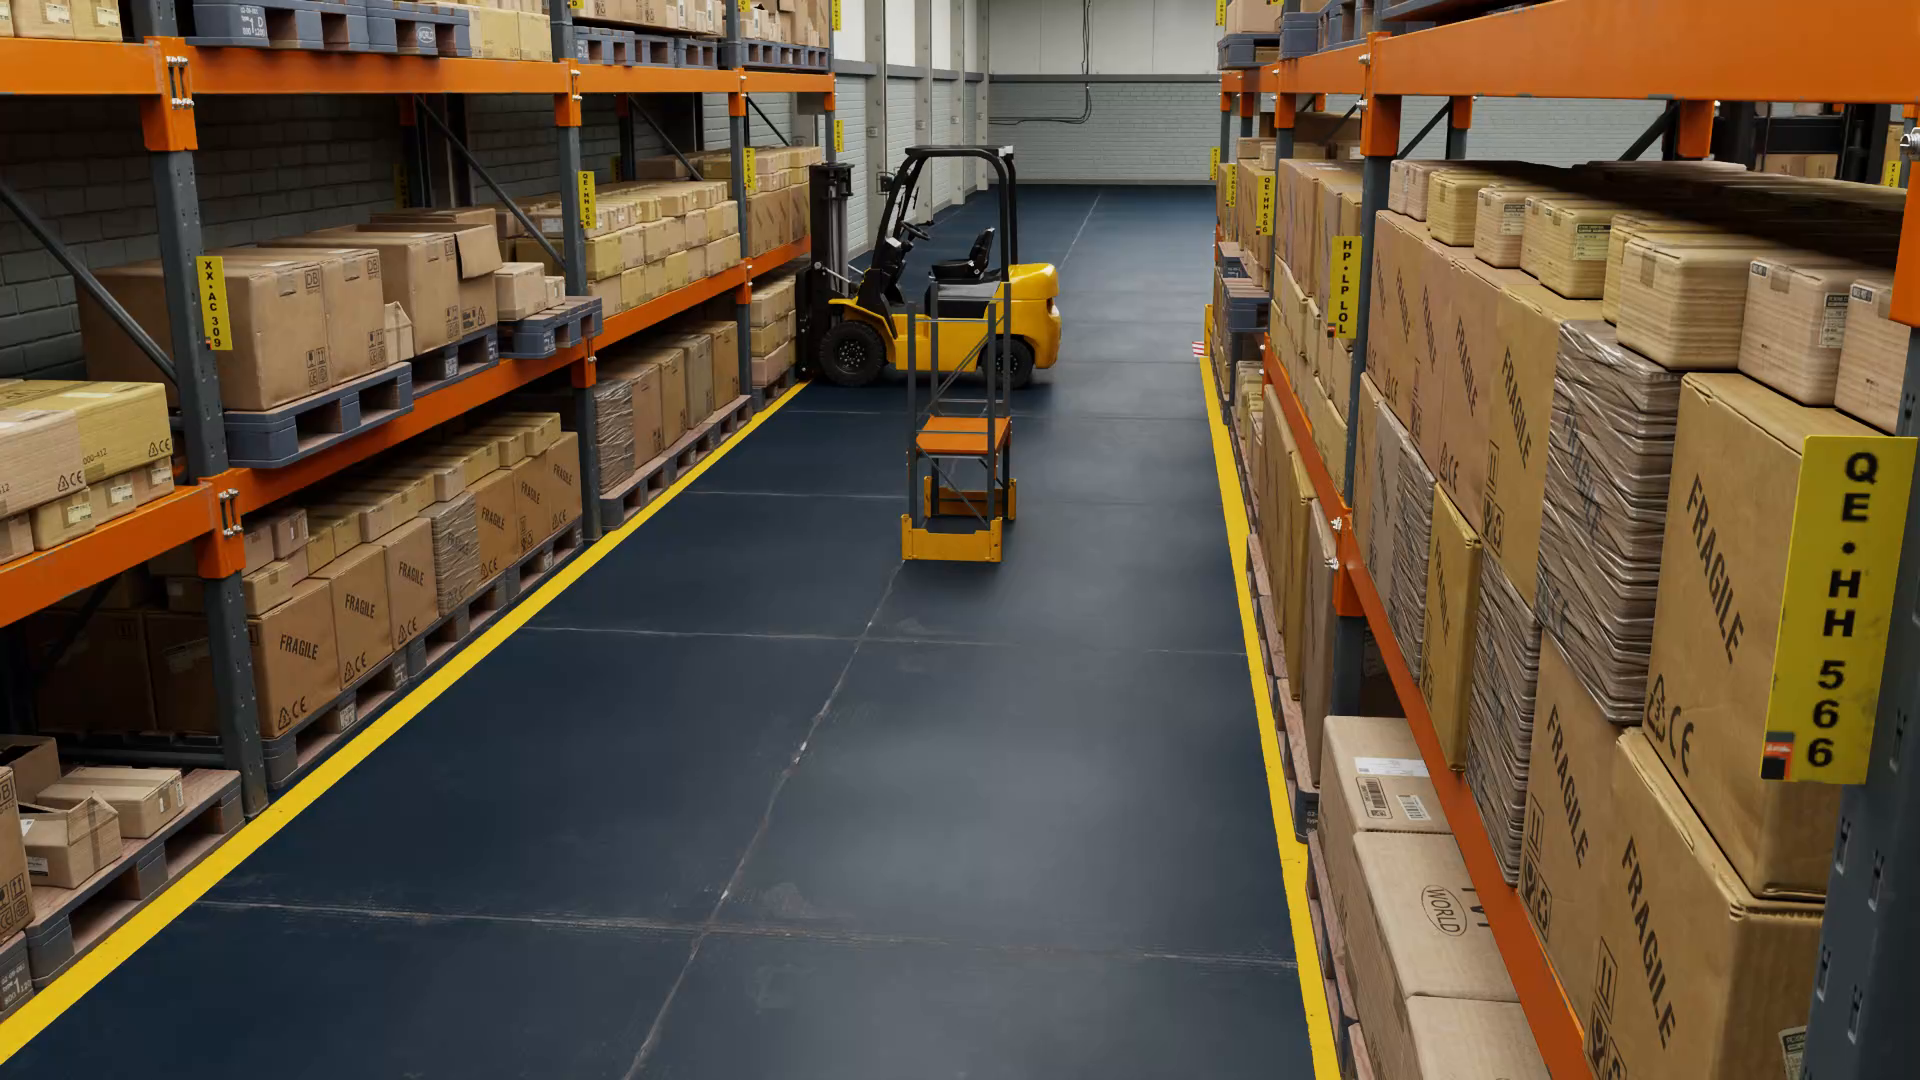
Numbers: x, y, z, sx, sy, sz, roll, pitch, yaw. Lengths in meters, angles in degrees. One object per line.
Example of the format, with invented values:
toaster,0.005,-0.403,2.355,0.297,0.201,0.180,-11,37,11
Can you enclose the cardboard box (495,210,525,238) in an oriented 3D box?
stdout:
cardboard box,-2.864,-1.912,10.053,0.380,0.149,0.250,2,15,8

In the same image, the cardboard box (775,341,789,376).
cardboard box,-1.823,-1.621,14.874,0.500,0.250,0.500,1,15,5

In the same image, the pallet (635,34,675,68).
pallet,-2.589,-3.286,11.183,1.003,0.211,1.213,2,15,9

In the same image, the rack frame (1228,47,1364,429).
rack frame,2.684,-2.353,13.116,1.000,3.000,0.127,2,15,6

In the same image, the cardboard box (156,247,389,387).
cardboard box,-2.816,-0.927,6.849,0.700,0.500,0.500,2,15,7

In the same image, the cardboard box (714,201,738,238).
cardboard box,-2.050,-2.532,13.109,0.500,0.250,0.500,1,15,5

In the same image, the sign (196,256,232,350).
sign,-2.611,-0.827,5.815,0.100,0.325,0.005,2,15,6

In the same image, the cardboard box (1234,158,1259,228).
cardboard box,2.346,-2.634,12.591,0.500,0.500,0.500,2,15,8

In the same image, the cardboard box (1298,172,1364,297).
cardboard box,1.753,-1.332,7.235,0.500,0.500,0.500,2,15,7

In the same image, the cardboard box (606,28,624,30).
cardboard box,-2.536,-3.601,11.438,0.380,0.166,0.250,2,15,6

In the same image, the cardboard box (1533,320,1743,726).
cardboard box,1.177,-0.040,2.456,0.500,0.500,0.500,2,15,6

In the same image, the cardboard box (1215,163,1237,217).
cardboard box,2.806,-3.467,16.477,0.500,0.500,0.500,1,15,5

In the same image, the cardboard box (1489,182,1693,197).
cardboard box,1.393,-0.715,3.710,0.380,0.149,0.250,2,15,6

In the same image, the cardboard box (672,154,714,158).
cardboard box,-2.412,-3.361,14.841,0.380,0.149,0.250,1,15,5

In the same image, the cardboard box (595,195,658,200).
cardboard box,-2.303,-2.301,11.492,0.380,0.149,0.250,2,15,6

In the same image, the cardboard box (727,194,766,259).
cardboard box,-1.939,-2.654,14.038,0.500,0.500,0.500,1,15,5

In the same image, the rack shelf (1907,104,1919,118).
rack shelf,7.388,-2.815,10.458,1.077,0.370,4.000,2,15,6

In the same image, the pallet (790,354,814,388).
pallet,-1.982,-1.674,15.949,1.003,0.211,1.213,2,15,6

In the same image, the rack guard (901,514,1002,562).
rack guard,-0.048,-0.011,9.725,0.587,0.250,0.087,2,15,6

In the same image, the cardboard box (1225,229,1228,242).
cardboard box,2.580,-2.721,14.958,0.380,0.149,0.250,2,15,7

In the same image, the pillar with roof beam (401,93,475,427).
pillar with roof beam,0.829,-4.594,9.913,9.100,9.000,0.400,2,15,6

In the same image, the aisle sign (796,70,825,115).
aisle sign,-1.498,-4.799,17.182,0.394,0.787,0.004,2,15,6

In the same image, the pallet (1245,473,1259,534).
pallet,2.322,-0.172,10.393,1.003,0.211,1.213,2,15,6

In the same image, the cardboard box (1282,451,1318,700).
cardboard box,1.866,0.147,7.136,0.875,0.875,0.875,2,15,8

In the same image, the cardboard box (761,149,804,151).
cardboard box,-1.730,-3.745,16.262,0.380,0.149,0.250,2,15,7

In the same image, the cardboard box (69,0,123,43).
cardboard box,-2.899,-1.648,5.244,0.380,0.149,0.250,2,15,6

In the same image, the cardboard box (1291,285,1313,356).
cardboard box,1.731,-0.966,7.317,0.500,0.250,0.500,2,15,7

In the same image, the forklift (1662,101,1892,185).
forklift,5.019,-1.623,10.550,1.130,2.935,3.031,2,15,7

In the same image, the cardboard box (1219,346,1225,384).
cardboard box,2.533,-1.528,14.529,0.500,0.250,0.500,1,15,5

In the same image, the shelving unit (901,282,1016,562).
shelving unit,0.009,-0.744,10.039,0.587,1.500,1.083,2,15,6

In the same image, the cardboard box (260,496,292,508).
cardboard box,-3.266,-0.105,7.545,0.380,0.149,0.250,2,15,8

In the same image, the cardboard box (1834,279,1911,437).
cardboard box,1.171,-0.183,1.744,0.380,0.149,0.250,2,15,7

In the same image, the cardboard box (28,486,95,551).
cardboard box,-2.950,-0.075,5.175,0.380,0.149,0.250,2,15,8

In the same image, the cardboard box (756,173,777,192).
cardboard box,-1.820,-3.132,14.563,0.380,0.149,0.250,2,15,7

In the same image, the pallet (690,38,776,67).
pallet,-2.178,-4.125,14.094,1.003,0.211,1.213,2,15,6

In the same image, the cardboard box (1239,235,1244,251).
cardboard box,2.270,-2.236,12.360,0.380,0.149,0.250,2,15,7

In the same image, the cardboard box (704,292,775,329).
cardboard box,-1.882,-1.972,14.257,0.500,0.250,0.500,1,15,5

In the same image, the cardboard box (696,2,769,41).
cardboard box,-1.913,-4.362,13.977,0.500,0.311,0.500,2,15,7

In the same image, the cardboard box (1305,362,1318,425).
cardboard box,1.716,-0.592,6.891,0.500,0.250,0.500,1,15,5

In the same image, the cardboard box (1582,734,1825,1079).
cardboard box,1.121,0.578,2.085,0.500,0.500,0.500,2,15,7

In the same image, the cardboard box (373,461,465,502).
cardboard box,-2.682,-0.291,8.233,0.380,0.149,0.250,1,15,4

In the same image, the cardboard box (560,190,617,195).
cardboard box,-2.698,-2.445,12.025,0.380,0.149,0.250,2,15,6

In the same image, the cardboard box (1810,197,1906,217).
cardboard box,1.862,-0.569,3.171,0.380,0.149,0.250,1,15,5

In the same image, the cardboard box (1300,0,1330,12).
cardboard box,2.349,-3.057,9.783,0.700,0.500,0.500,2,15,6

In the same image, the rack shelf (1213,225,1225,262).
rack shelf,2.909,-2.524,15.129,1.077,0.370,4.000,2,15,6

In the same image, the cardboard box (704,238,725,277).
cardboard box,-2.097,-2.157,12.678,0.500,0.250,0.500,2,15,6

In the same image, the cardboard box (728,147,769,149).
cardboard box,-2.140,-3.892,16.806,0.380,0.149,0.250,2,15,8

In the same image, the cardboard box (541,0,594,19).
cardboard box,-2.359,-3.128,9.689,0.380,0.166,0.250,2,15,6

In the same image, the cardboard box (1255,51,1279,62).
cardboard box,2.416,-3.770,13.094,0.380,0.149,0.250,2,15,7

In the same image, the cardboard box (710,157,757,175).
cardboard box,-1.958,-3.214,14.296,0.380,0.149,0.250,1,15,5

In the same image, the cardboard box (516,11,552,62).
cardboard box,-2.517,-2.696,8.926,0.500,0.250,0.500,1,15,4

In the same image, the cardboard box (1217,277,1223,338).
cardboard box,2.648,-2.155,15.411,0.500,0.500,0.500,2,15,7

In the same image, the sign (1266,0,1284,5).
sign,1.693,-3.029,8.882,0.100,0.325,0.005,2,15,6

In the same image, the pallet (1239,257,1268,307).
pallet,2.415,-1.737,11.208,1.003,0.211,1.213,2,15,6

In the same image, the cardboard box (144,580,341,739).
cardboard box,-2.873,0.462,6.691,0.500,0.500,0.500,2,15,9

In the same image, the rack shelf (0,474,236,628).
rack shelf,-3.377,0.443,4.156,1.077,0.370,4.000,2,15,6

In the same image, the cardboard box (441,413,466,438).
cardboard box,-3.069,-0.644,9.537,0.380,0.149,0.250,2,15,9
